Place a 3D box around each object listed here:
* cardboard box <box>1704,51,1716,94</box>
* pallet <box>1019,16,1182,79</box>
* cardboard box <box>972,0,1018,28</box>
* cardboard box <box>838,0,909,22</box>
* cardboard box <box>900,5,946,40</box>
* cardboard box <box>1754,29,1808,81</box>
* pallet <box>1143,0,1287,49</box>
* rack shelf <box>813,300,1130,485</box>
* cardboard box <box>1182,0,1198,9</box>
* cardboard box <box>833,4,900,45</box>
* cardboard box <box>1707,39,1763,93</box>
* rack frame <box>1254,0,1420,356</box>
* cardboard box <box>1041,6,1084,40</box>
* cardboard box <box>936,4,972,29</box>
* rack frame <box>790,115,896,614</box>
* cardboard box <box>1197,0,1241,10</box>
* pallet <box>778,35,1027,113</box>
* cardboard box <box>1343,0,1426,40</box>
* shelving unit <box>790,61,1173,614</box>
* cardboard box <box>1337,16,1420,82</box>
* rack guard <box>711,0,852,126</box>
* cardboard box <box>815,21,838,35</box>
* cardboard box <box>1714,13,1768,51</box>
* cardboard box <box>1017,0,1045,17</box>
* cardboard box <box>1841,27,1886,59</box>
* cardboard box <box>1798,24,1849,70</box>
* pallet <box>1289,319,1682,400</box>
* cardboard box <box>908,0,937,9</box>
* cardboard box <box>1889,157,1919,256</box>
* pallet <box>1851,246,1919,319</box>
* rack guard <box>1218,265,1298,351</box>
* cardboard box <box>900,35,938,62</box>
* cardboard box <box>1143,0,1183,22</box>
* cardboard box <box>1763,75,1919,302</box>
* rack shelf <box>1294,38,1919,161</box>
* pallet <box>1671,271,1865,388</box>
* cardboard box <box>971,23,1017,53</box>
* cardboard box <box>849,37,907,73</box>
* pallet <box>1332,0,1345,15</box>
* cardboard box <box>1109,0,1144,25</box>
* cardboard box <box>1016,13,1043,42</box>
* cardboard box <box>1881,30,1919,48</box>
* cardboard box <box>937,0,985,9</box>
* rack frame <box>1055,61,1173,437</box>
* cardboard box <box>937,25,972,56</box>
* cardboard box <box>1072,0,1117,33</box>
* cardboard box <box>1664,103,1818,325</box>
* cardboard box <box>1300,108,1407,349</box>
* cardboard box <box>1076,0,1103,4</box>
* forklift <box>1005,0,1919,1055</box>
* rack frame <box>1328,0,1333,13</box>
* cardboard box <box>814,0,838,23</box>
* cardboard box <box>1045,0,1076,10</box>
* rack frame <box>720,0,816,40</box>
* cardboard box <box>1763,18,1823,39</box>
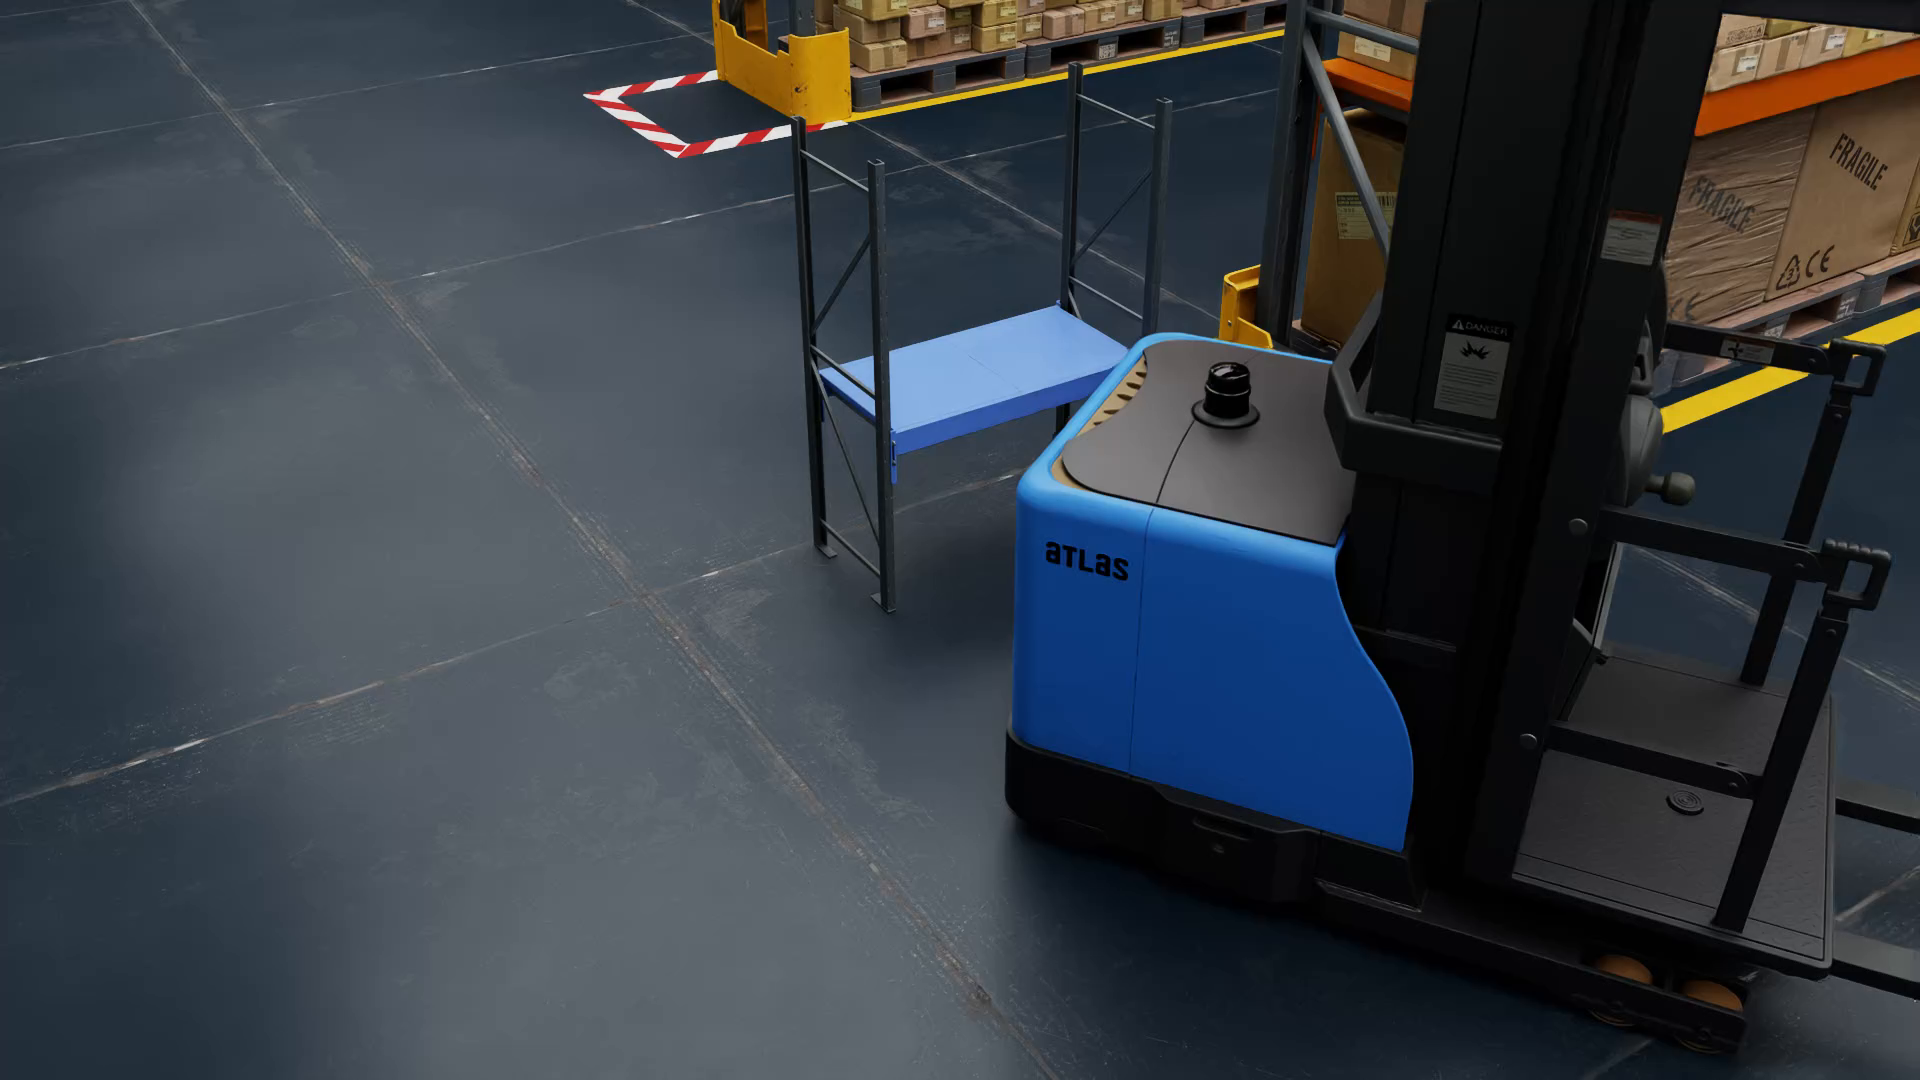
[{"bbox_3d":[2.381,-1.654,5.796,0.250,0.149,0.380,-20,37,-28],"label":"cardboard box"},{"bbox_3d":[0.662,-3.322,10.818,1.213,0.211,1.003,-19,37,-27],"label":"pallet"},{"bbox_3d":[0.144,-3.234,10.064,0.250,0.149,0.380,-18,36,-26],"label":"cardboard box"},{"bbox_3d":[-0.504,-3.132,9.625,0.250,0.149,0.380,-21,38,-29],"label":"cardboard box"},{"bbox_3d":[-0.288,-3.098,9.849,0.250,0.149,0.380,-19,37,-27],"label":"cardboard box"},{"bbox_3d":[2.814,-1.803,6.032,0.250,0.149,0.380,-20,37,-28],"label":"cardboard box"},{"bbox_3d":[1.688,-3.677,11.381,1.213,0.211,1.003,-19,37,-27],"label":"pallet"},{"bbox_3d":[0.072,-0.507,5.485,1.000,0.185,0.538,-19,37,-27],"label":"rack shelf"},{"bbox_3d":[1.351,-3.607,10.935,0.250,0.149,0.380,-20,37,-28],"label":"cardboard box"},{"bbox_3d":[-0.549,-3.044,9.763,0.250,0.149,0.380,-17,36,-25],"label":"cardboard box"},{"bbox_3d":[2.600,-1.730,5.916,0.250,0.149,0.380,-20,37,-28],"label":"cardboard box"},{"bbox_3d":[1.474,-1.656,5.564,0.127,3.000,1.000,-19,37,-27],"label":"rack frame"},{"bbox_3d":[0.560,-3.251,10.371,0.250,0.149,0.380,-21,38,-30],"label":"cardboard box"},{"bbox_3d":[-0.130,-3.208,10.024,0.250,0.149,0.380,-18,37,-27],"label":"cardboard box"},{"bbox_3d":[-0.356,-0.512,5.156,0.032,1.500,0.500,-19,37,-27],"label":"rack frame"},{"bbox_3d":[1.638,-3.629,10.970,0.250,0.149,0.380,-20,38,-29],"label":"cardboard box"},{"bbox_3d":[-0.363,-2.971,10.263,1.213,0.211,1.003,-19,37,-27],"label":"pallet"},{"bbox_3d":[1.738,-1.978,5.936,0.500,0.250,0.500,-20,37,-28],"label":"cardboard box"},{"bbox_3d":[0.072,-0.659,5.389,1.048,1.500,0.538,-19,37,-27],"label":"shelving unit"},{"bbox_3d":[1.595,-1.801,6.029,0.250,0.149,0.380,-18,37,-26],"label":"cardboard box"},{"bbox_3d":[-1.065,-2.875,9.838,0.348,0.500,1.175,-19,37,-27],"label":"rack guard"},{"bbox_3d":[-0.799,-3.127,10.175,0.250,0.149,0.380,-18,37,-26],"label":"cardboard box"},{"bbox_3d":[2.457,-1.890,5.796,0.500,0.250,0.500,-19,37,-28],"label":"cardboard box"},{"bbox_3d":[0.316,-3.353,10.253,0.250,0.149,0.380,-21,38,-29],"label":"cardboard box"},{"bbox_3d":[3.243,-1.950,6.265,0.250,0.149,0.380,-20,37,-28],"label":"cardboard box"},{"bbox_3d":[3.031,-1.878,6.150,0.250,0.149,0.380,-19,37,-28],"label":"cardboard box"},{"bbox_3d":[2.104,-0.743,6.730,1.213,0.211,1.003,-19,37,-27],"label":"pallet"},{"bbox_3d":[-0.337,-3.266,9.837,0.250,0.149,0.380,-18,37,-26],"label":"cardboard box"},{"bbox_3d":[4.238,-1.937,7.607,0.875,0.875,0.875,-19,37,-27],"label":"cardboard box"},{"bbox_3d":[4.155,-1.449,7.849,1.213,0.211,1.003,-19,37,-27],"label":"pallet"},{"bbox_3d":[1.454,-0.592,6.220,0.348,0.500,1.175,-19,37,-27],"label":"rack guard"},{"bbox_3d":[-0.339,-3.002,9.976,0.250,0.149,0.380,-19,37,-27],"label":"cardboard box"},{"bbox_3d":[1.219,-3.473,10.722,0.250,0.149,0.380,-19,37,-27],"label":"cardboard box"},{"bbox_3d":[3.481,-1.677,7.194,0.875,0.875,0.875,-19,37,-27],"label":"cardboard box"},{"bbox_3d":[3.155,-1.930,6.673,4.000,0.370,1.077,-19,37,-27],"label":"rack shelf"},{"bbox_3d":[3.128,-1.094,7.286,1.213,0.211,1.003,-19,37,-27],"label":"pallet"},{"bbox_3d":[0.140,-3.102,10.134,0.250,0.149,0.380,-18,37,-27],"label":"cardboard box"},{"bbox_3d":[-0.515,-2.890,9.798,0.250,0.149,0.380,-18,37,-26],"label":"cardboard box"},{"bbox_3d":[2.887,-4.112,12.071,1.213,0.211,1.003,-19,37,-27],"label":"pallet"},{"bbox_3d":[0.963,-3.427,10.650,0.250,0.149,0.380,-18,37,-26],"label":"cardboard box"},{"bbox_3d":[0.303,-3.218,10.318,0.250,0.149,0.380,-19,37,-27],"label":"cardboard box"},{"bbox_3d":[3.463,-2.027,6.387,0.250,0.149,0.380,-18,37,-27],"label":"cardboard box"},{"bbox_3d":[-0.056,-3.281,9.861,0.250,0.149,0.380,-19,37,-27],"label":"cardboard box"},{"bbox_3d":[0.499,-0.806,5.622,0.032,1.500,0.500,-19,37,-27],"label":"rack frame"},{"bbox_3d":[-0.134,-3.077,10.095,0.250,0.149,0.380,-19,37,-27],"label":"cardboard box"},{"bbox_3d":[0.778,-3.343,10.516,0.250,0.149,0.380,-19,37,-27],"label":"cardboard box"},{"bbox_3d":[2.733,-1.419,6.786,0.875,0.875,0.875,-19,37,-27],"label":"cardboard box"},{"bbox_3d":[1.969,-1.156,6.369,0.875,0.875,0.875,-19,37,-27],"label":"cardboard box"},{"bbox_3d":[0.754,-3.524,10.524,0.250,0.149,0.380,-17,36,-25],"label":"cardboard box"},{"bbox_3d":[1.682,-0.374,3.595,3.031,2.935,1.130,14,35,21],"label":"forklift"},{"bbox_3d":[2.234,-5.066,10.970,0.127,3.000,1.000,-19,37,-27],"label":"rack frame"},{"bbox_3d":[-0.839,-3.288,10.151,0.250,0.149,0.380,-20,37,-29],"label":"cardboard box"},{"bbox_3d":[0.521,-3.450,10.407,0.250,0.149,0.380,-17,36,-25],"label":"cardboard box"},{"bbox_3d":[-1.128,-3.910,9.137,0.127,3.000,1.000,-19,37,-27],"label":"rack frame"},{"bbox_3d":[2.881,-2.033,6.024,0.500,0.250,0.500,-20,38,-29],"label":"cardboard box"}]
